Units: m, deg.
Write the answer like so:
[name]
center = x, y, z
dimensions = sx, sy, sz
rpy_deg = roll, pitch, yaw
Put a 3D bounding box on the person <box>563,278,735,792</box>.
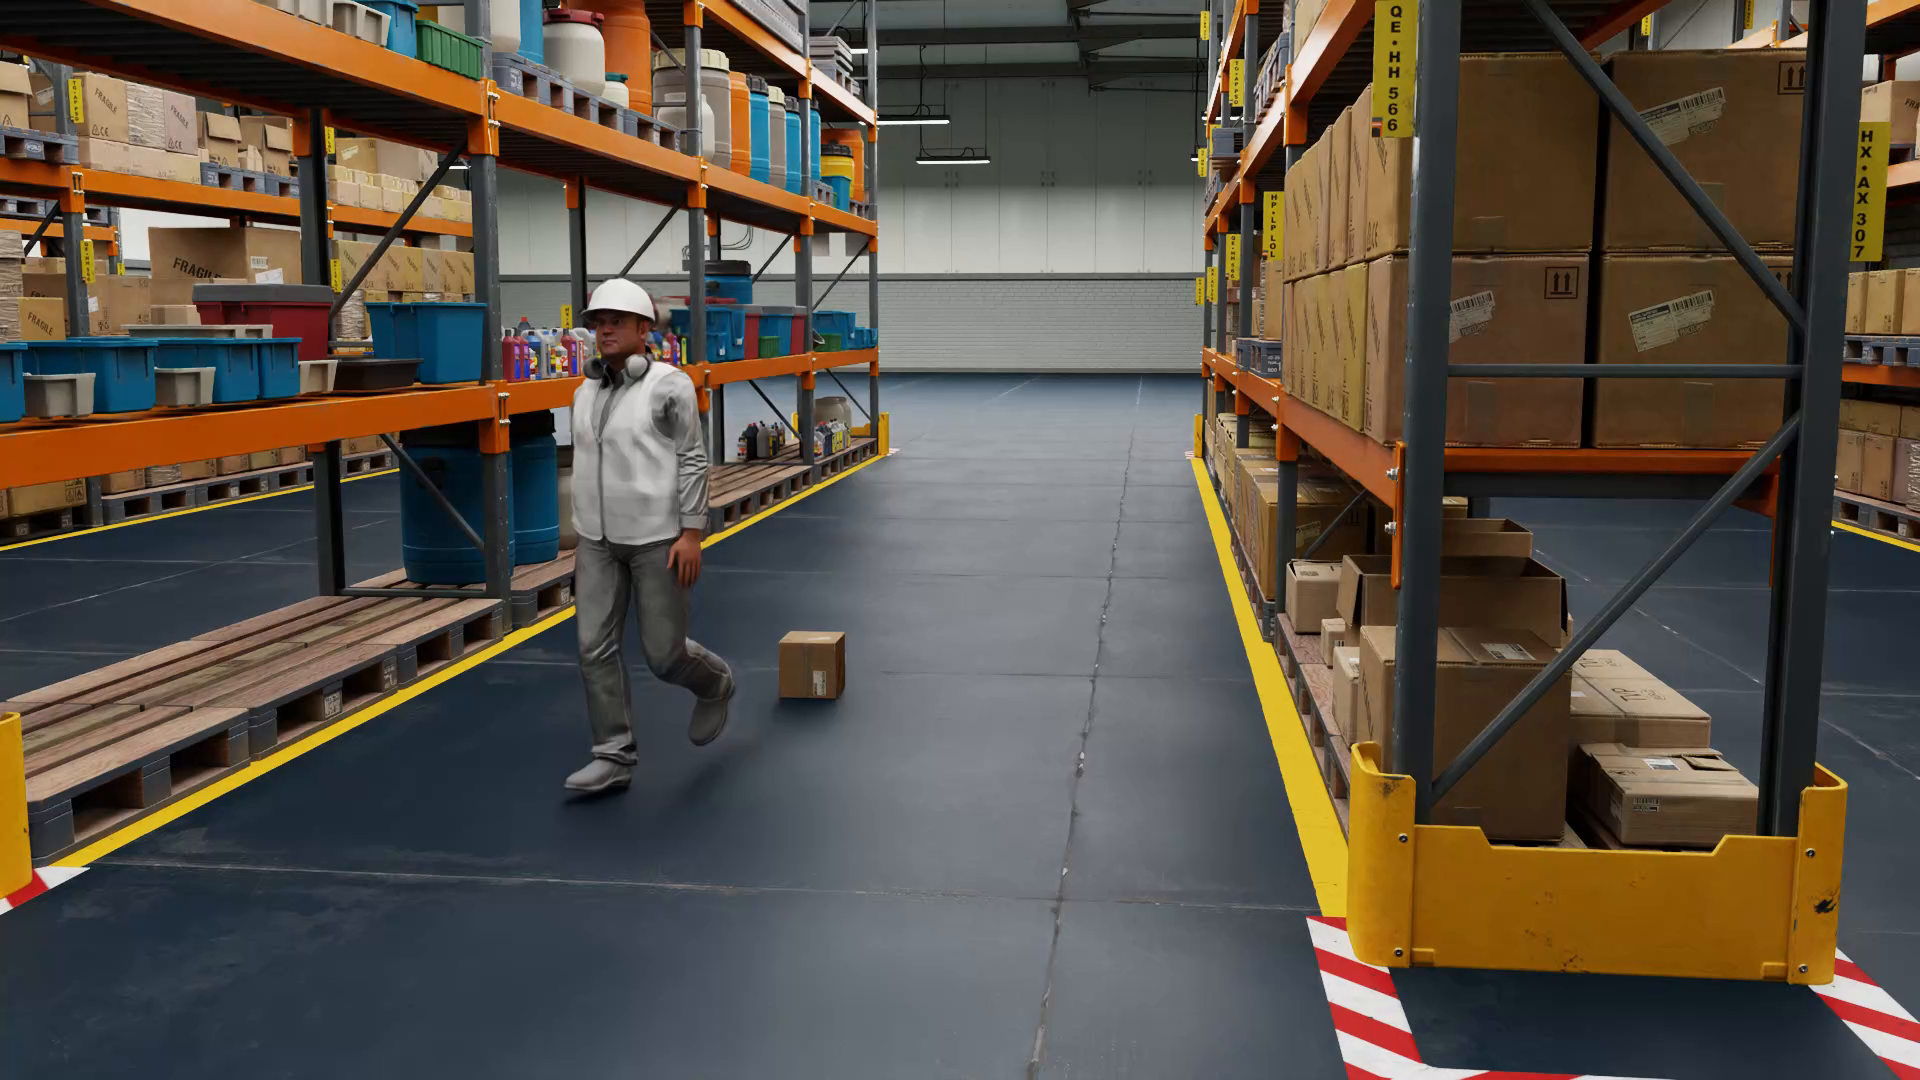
[person]
center = -1.094, -0.031, 5.842
dimensions = 0.549, 1.753, 0.785
rpy_deg = 3, 8, 24
